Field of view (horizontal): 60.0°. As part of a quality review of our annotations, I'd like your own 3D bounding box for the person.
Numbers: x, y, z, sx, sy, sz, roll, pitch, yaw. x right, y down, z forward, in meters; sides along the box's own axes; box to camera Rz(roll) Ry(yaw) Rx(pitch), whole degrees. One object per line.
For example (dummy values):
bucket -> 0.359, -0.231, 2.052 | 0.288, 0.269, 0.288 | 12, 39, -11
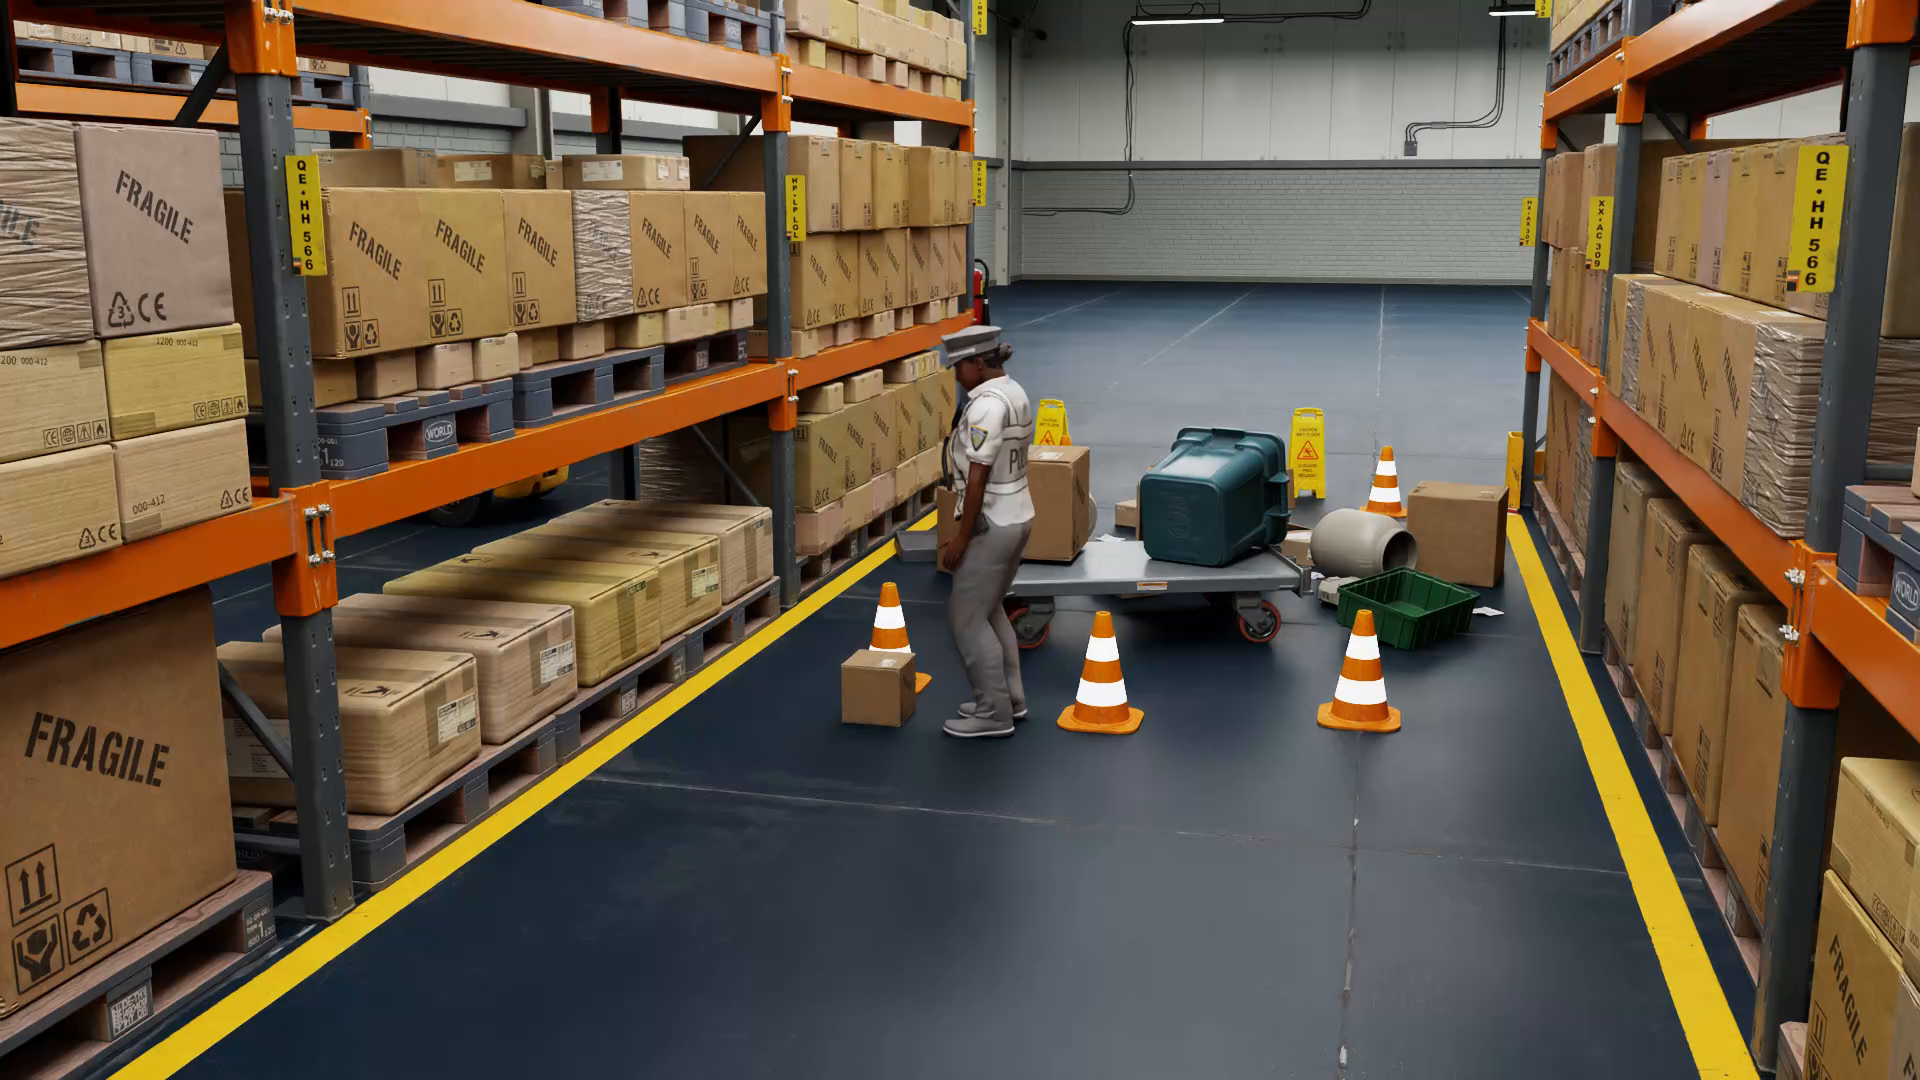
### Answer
person -> 0.105, -0.029, 6.660 | 0.365, 1.650, 0.444 | 3, 12, 15
